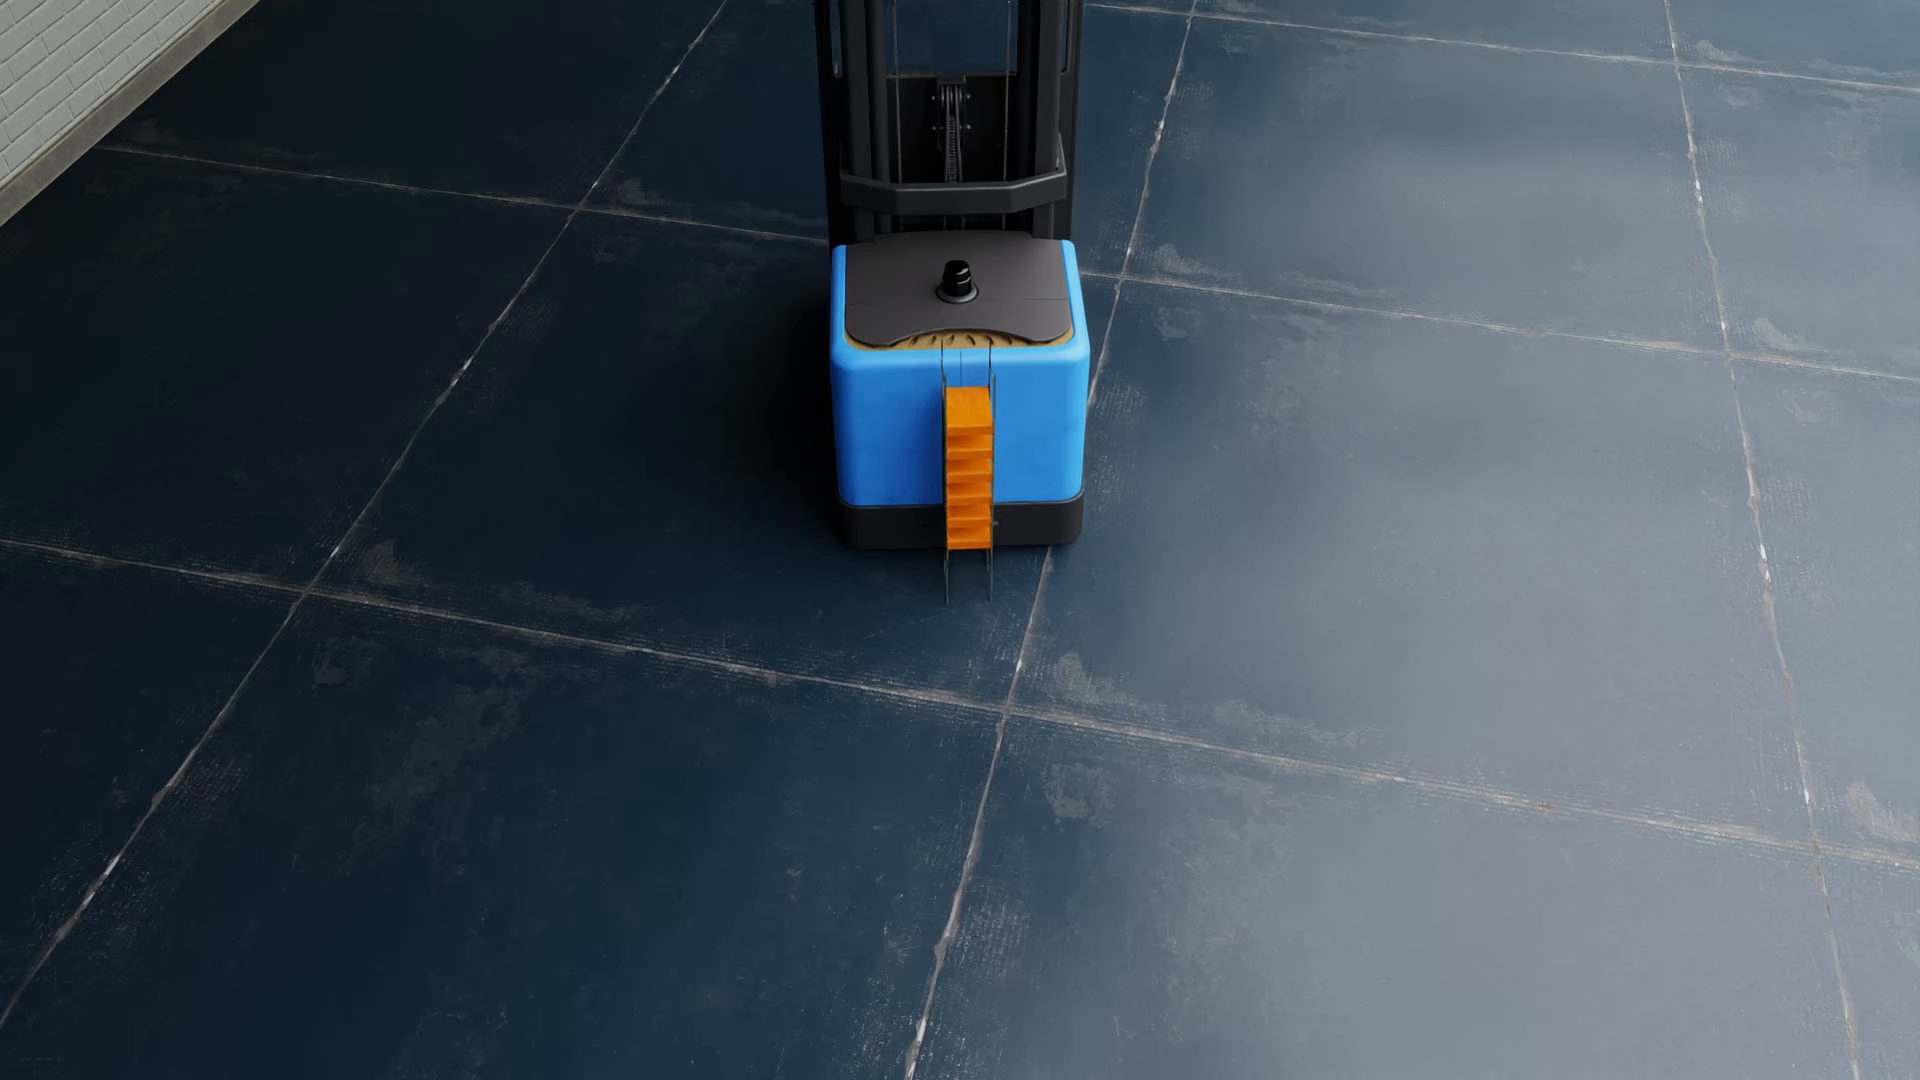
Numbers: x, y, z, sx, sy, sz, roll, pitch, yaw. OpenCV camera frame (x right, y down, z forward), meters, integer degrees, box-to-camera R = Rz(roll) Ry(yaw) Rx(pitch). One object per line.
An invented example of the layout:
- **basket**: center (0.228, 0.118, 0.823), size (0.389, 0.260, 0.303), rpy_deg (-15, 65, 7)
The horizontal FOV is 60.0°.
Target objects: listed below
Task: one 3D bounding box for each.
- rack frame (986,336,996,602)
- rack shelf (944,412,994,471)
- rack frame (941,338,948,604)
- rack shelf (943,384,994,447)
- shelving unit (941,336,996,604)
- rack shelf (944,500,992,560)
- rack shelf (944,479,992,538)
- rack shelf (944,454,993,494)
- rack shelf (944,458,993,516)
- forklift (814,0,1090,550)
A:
- **rack frame**: center (0.122, -0.256, 6.610), size (0.006, 1.200, 0.240), rpy_deg (-3, 44, -3)
- **rack shelf**: center (0.030, -0.392, 6.471), size (0.180, 0.103, 0.258), rpy_deg (-3, 44, -3)
- **rack frame**: center (-0.061, -0.247, 6.602), size (0.006, 1.200, 0.240), rpy_deg (-3, 44, -3)
- **rack shelf**: center (0.030, -0.479, 6.387), size (0.180, 0.103, 0.258), rpy_deg (-3, 44, -3)
- **shelving unit**: center (0.030, -0.252, 6.606), size (0.189, 1.200, 0.258), rpy_deg (-3, 44, -3)
- **rack shelf**: center (0.030, -0.047, 6.803), size (0.180, 0.103, 0.258), rpy_deg (-3, 44, -3)
- **rack shelf**: center (0.030, -0.133, 6.720), size (0.180, 0.103, 0.258), rpy_deg (-3, 44, -3)
- **rack shelf**: center (0.030, -0.306, 6.554), size (0.180, 0.103, 0.258), rpy_deg (-3, 44, -3)
- **rack shelf**: center (0.030, -0.220, 6.637), size (0.180, 0.103, 0.258), rpy_deg (-3, 44, -3)
- **forklift**: center (-0.056, -2.024, 7.199), size (1.130, 2.935, 3.031), rpy_deg (-2, 44, -2)
